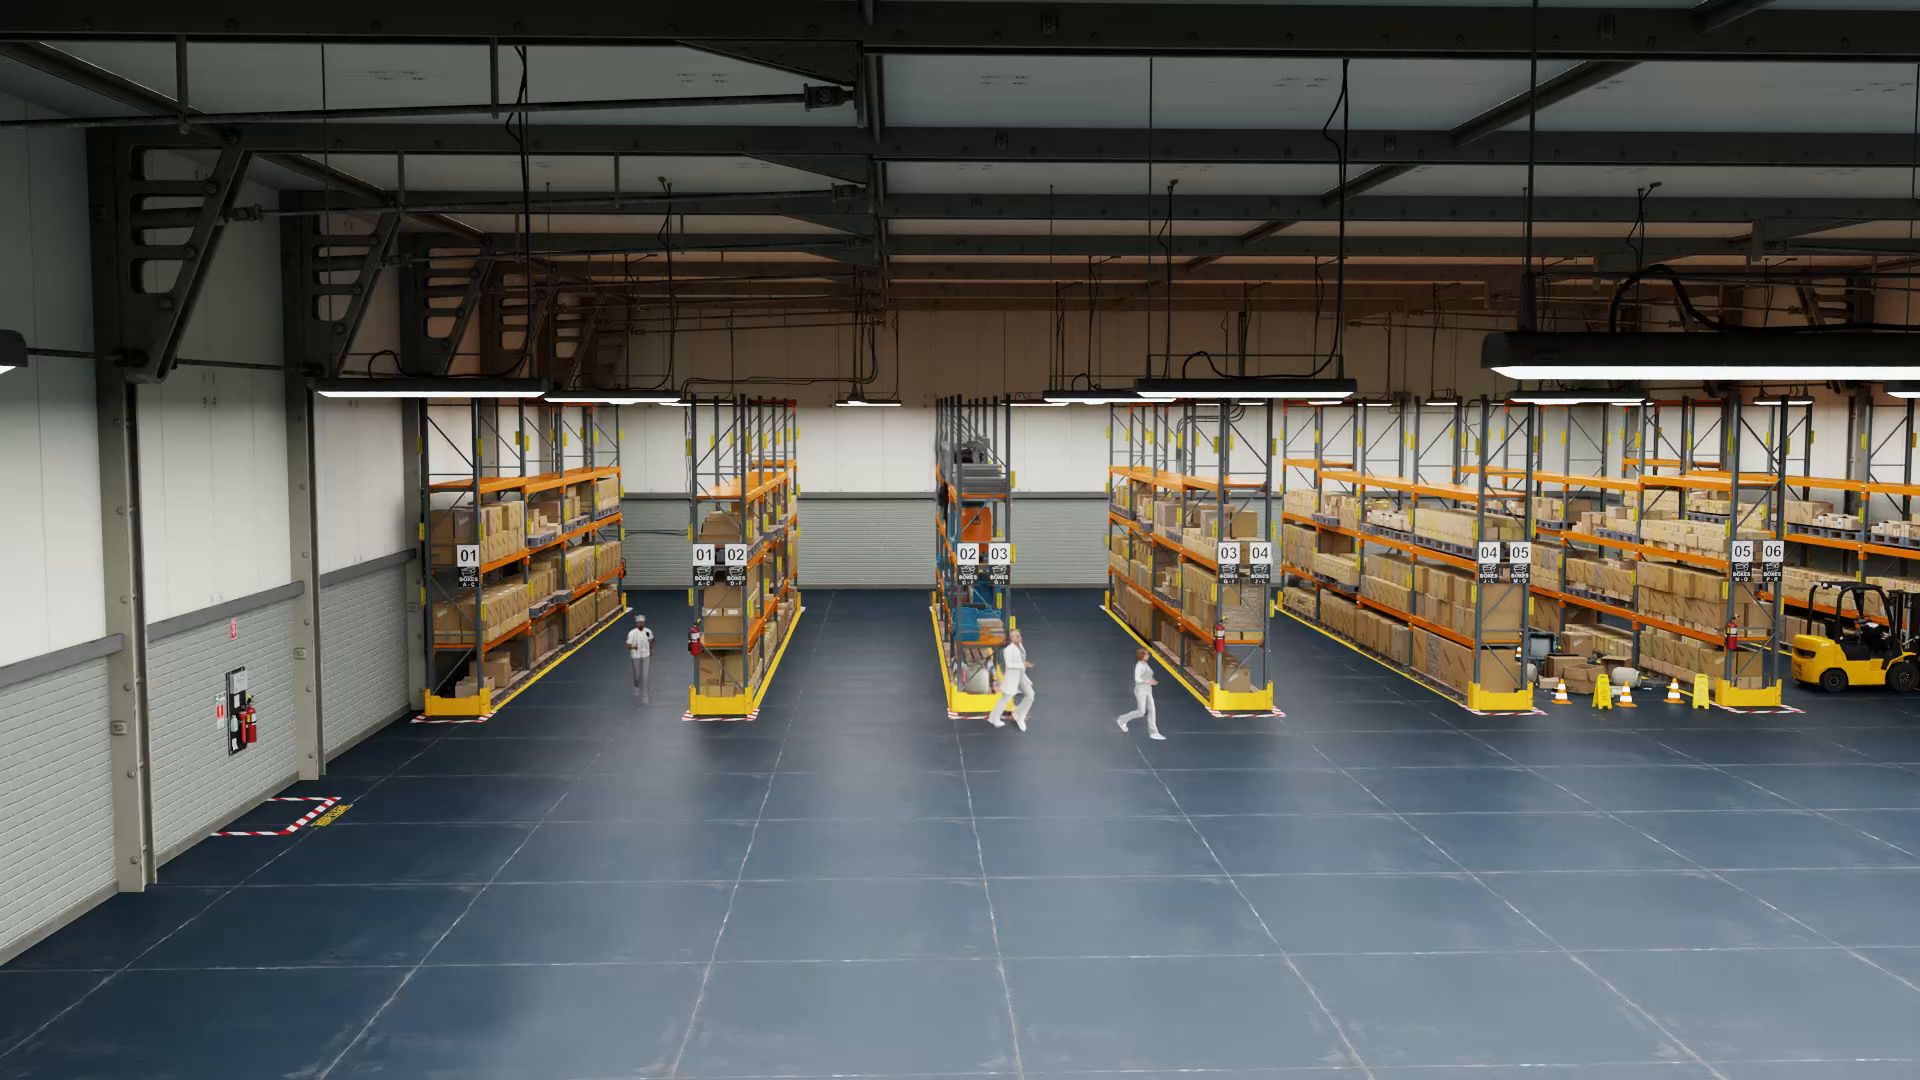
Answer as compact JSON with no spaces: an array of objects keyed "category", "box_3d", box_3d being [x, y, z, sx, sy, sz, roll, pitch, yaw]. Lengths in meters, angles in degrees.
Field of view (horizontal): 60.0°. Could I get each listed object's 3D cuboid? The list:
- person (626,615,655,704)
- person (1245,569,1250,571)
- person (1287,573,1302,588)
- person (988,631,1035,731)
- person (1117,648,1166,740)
[{"category":"person","box_3d":[-6.235,2.308,32.501,0.579,1.690,0.923,-1,5,-17]},{"category":"person","box_3d":[8.025,1.105,48.053,0.844,1.678,0.796,3,5,31]},{"category":"person","box_3d":[9.891,0.989,49.043,0.704,1.815,0.690,0,4,0]},{"category":"person","box_3d":[0.974,2.502,29.708,0.958,1.802,0.729,4,6,38]},{"category":"person","box_3d":[3.142,2.654,28.762,0.869,1.587,0.537,2,5,25]}]
